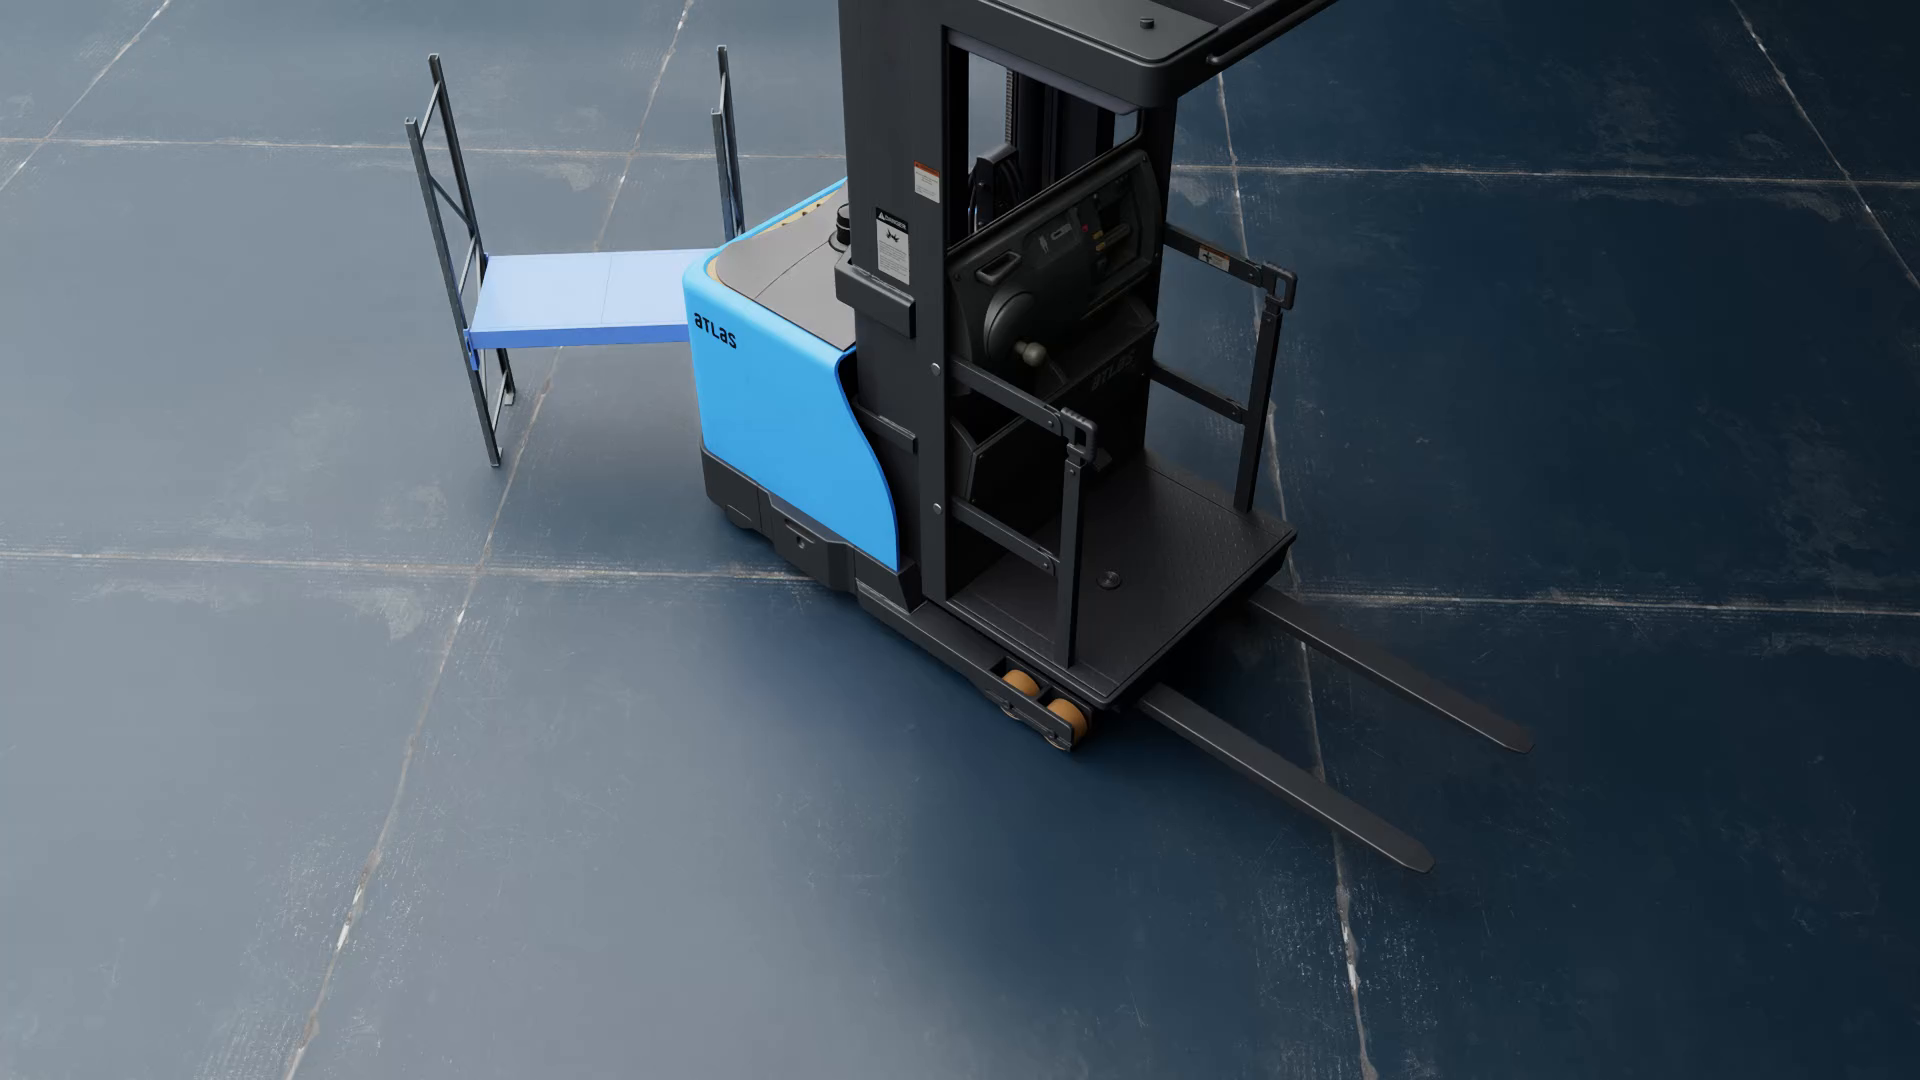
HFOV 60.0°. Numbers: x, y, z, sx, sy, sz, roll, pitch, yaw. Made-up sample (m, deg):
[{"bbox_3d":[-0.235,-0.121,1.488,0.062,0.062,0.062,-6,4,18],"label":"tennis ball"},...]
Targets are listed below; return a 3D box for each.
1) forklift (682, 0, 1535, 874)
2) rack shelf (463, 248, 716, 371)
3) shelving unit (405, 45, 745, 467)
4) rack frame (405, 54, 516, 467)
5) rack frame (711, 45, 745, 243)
[{"bbox_3d":[0.464,-0.789,4.947,3.031,2.935,1.130,31,51,29],"label":"forklift"},{"bbox_3d":[-1.343,-0.898,6.378,1.000,0.185,0.538,-2,43,-3],"label":"rack shelf"},{"bbox_3d":[-1.343,-1.030,6.255,1.048,1.500,0.538,-2,43,-3],"label":"shelving unit"},{"bbox_3d":[-1.850,-1.008,6.232,0.032,1.500,0.500,-2,43,-3],"label":"rack frame"},{"bbox_3d":[-0.836,-1.052,6.279,0.032,1.500,0.500,-2,43,-3],"label":"rack frame"}]
